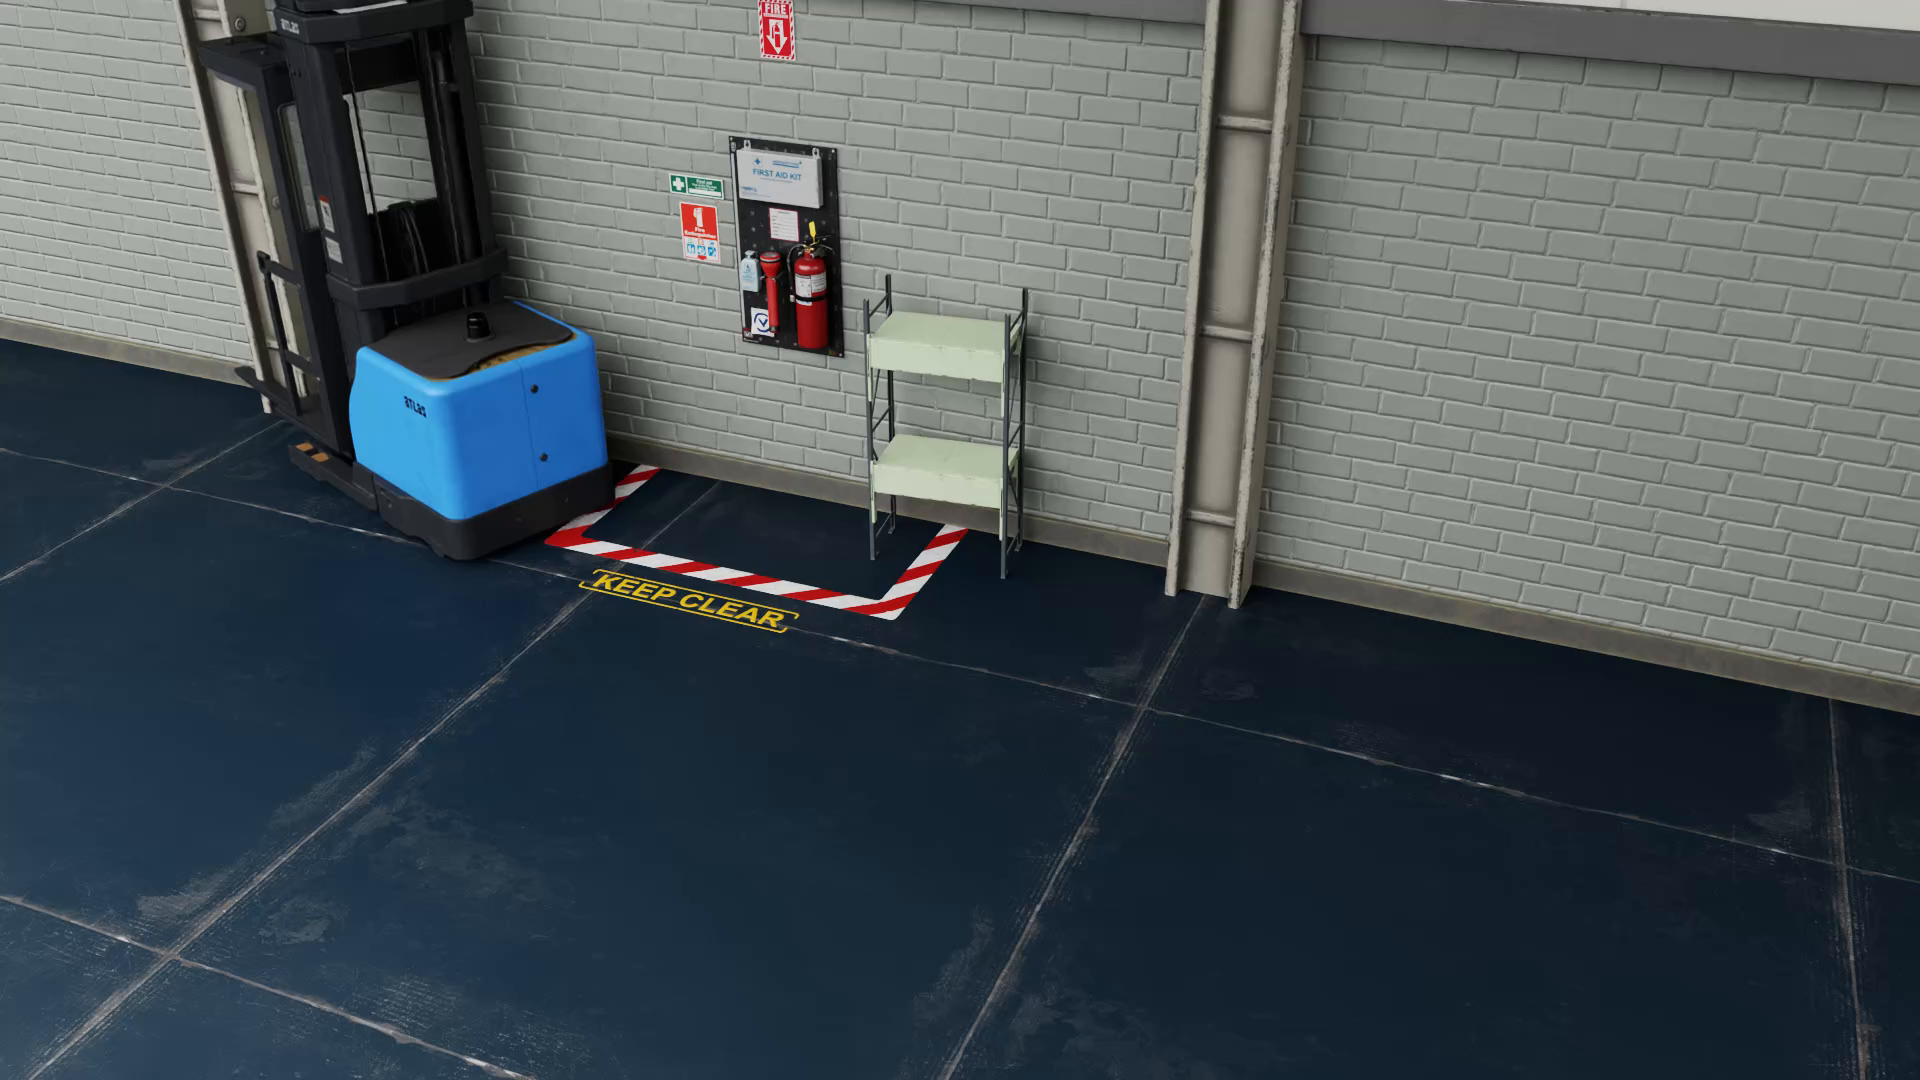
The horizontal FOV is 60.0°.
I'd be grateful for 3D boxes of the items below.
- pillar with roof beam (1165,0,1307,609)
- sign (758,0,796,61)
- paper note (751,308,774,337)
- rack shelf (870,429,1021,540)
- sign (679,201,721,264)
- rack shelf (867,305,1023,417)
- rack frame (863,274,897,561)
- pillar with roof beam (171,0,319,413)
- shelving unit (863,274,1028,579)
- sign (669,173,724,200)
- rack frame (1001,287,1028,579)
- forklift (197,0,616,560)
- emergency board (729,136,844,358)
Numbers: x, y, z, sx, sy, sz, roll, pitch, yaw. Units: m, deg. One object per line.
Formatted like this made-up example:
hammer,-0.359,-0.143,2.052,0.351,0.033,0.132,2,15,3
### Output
pillar with roof beam,-0.301,-1.703,3.117,0.400,9.000,9.100,11,31,19
sign,-0.928,-2.585,8.419,0.199,0.298,0.001,11,31,19
paper note,-1.097,-1.209,9.236,0.142,0.148,0.016,11,31,19
rack shelf,-0.070,-0.304,8.926,0.720,0.370,0.431,8,30,14
sign,-1.432,-1.693,9.161,0.234,0.329,0.001,11,31,19
rack shelf,-0.070,-0.927,8.573,0.720,0.370,0.431,8,30,14
rack frame,-0.422,-0.636,8.851,0.023,1.500,0.400,8,30,14
pillar with roof beam,-5.861,-2.813,5.081,0.400,9.000,9.100,11,31,19
shelving unit,-0.070,-0.587,8.765,0.755,1.500,0.431,8,30,14
sign,-1.431,-1.919,9.022,0.331,0.109,0.001,11,31,19
rack frame,0.283,-0.539,8.679,0.023,1.500,0.400,8,30,14
forklift,-3.380,-1.787,9.432,3.031,2.935,1.130,26,38,37
emergency board,-0.958,-1.529,8.906,0.643,1.169,0.194,11,31,19
